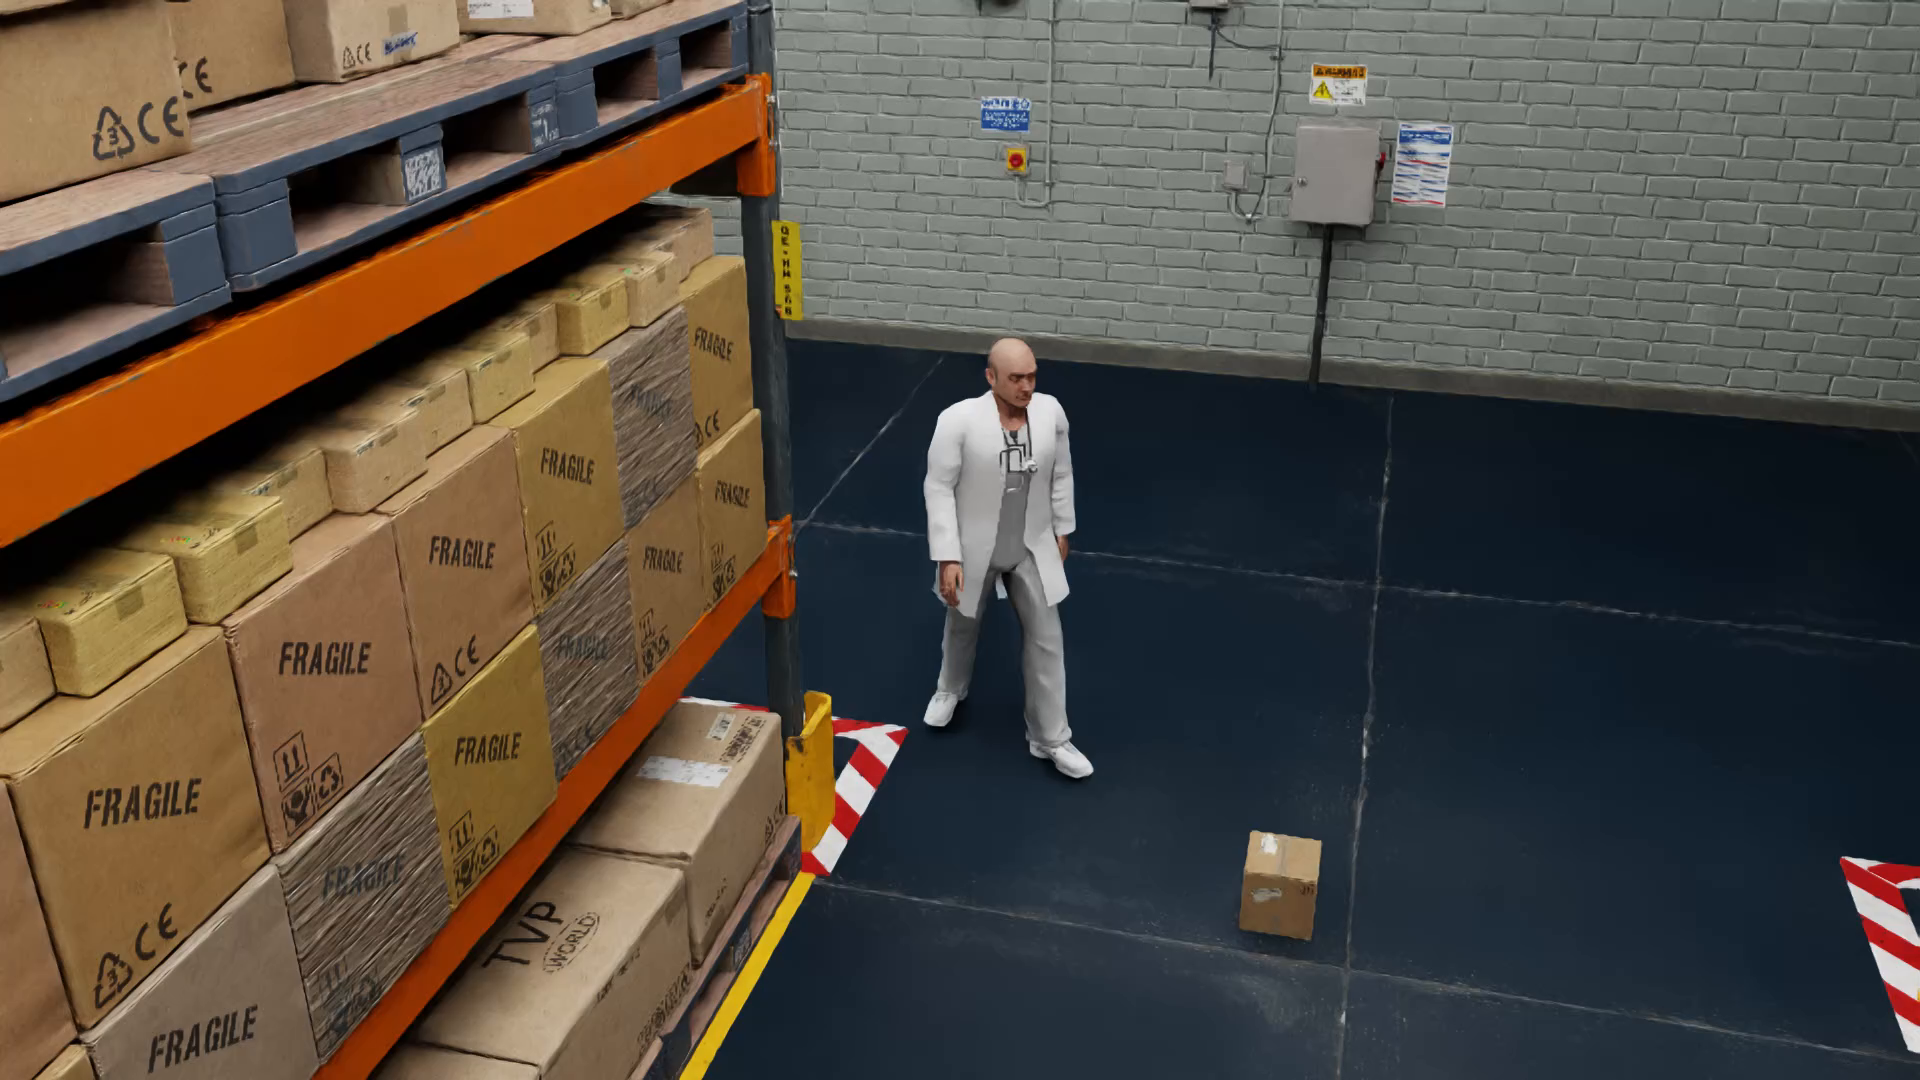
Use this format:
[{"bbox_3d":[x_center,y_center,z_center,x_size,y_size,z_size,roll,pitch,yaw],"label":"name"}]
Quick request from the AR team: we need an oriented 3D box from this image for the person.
[{"bbox_3d":[0.176,0.037,6.564,0.653,1.758,0.848,-6,26,-13],"label":"person"}]
